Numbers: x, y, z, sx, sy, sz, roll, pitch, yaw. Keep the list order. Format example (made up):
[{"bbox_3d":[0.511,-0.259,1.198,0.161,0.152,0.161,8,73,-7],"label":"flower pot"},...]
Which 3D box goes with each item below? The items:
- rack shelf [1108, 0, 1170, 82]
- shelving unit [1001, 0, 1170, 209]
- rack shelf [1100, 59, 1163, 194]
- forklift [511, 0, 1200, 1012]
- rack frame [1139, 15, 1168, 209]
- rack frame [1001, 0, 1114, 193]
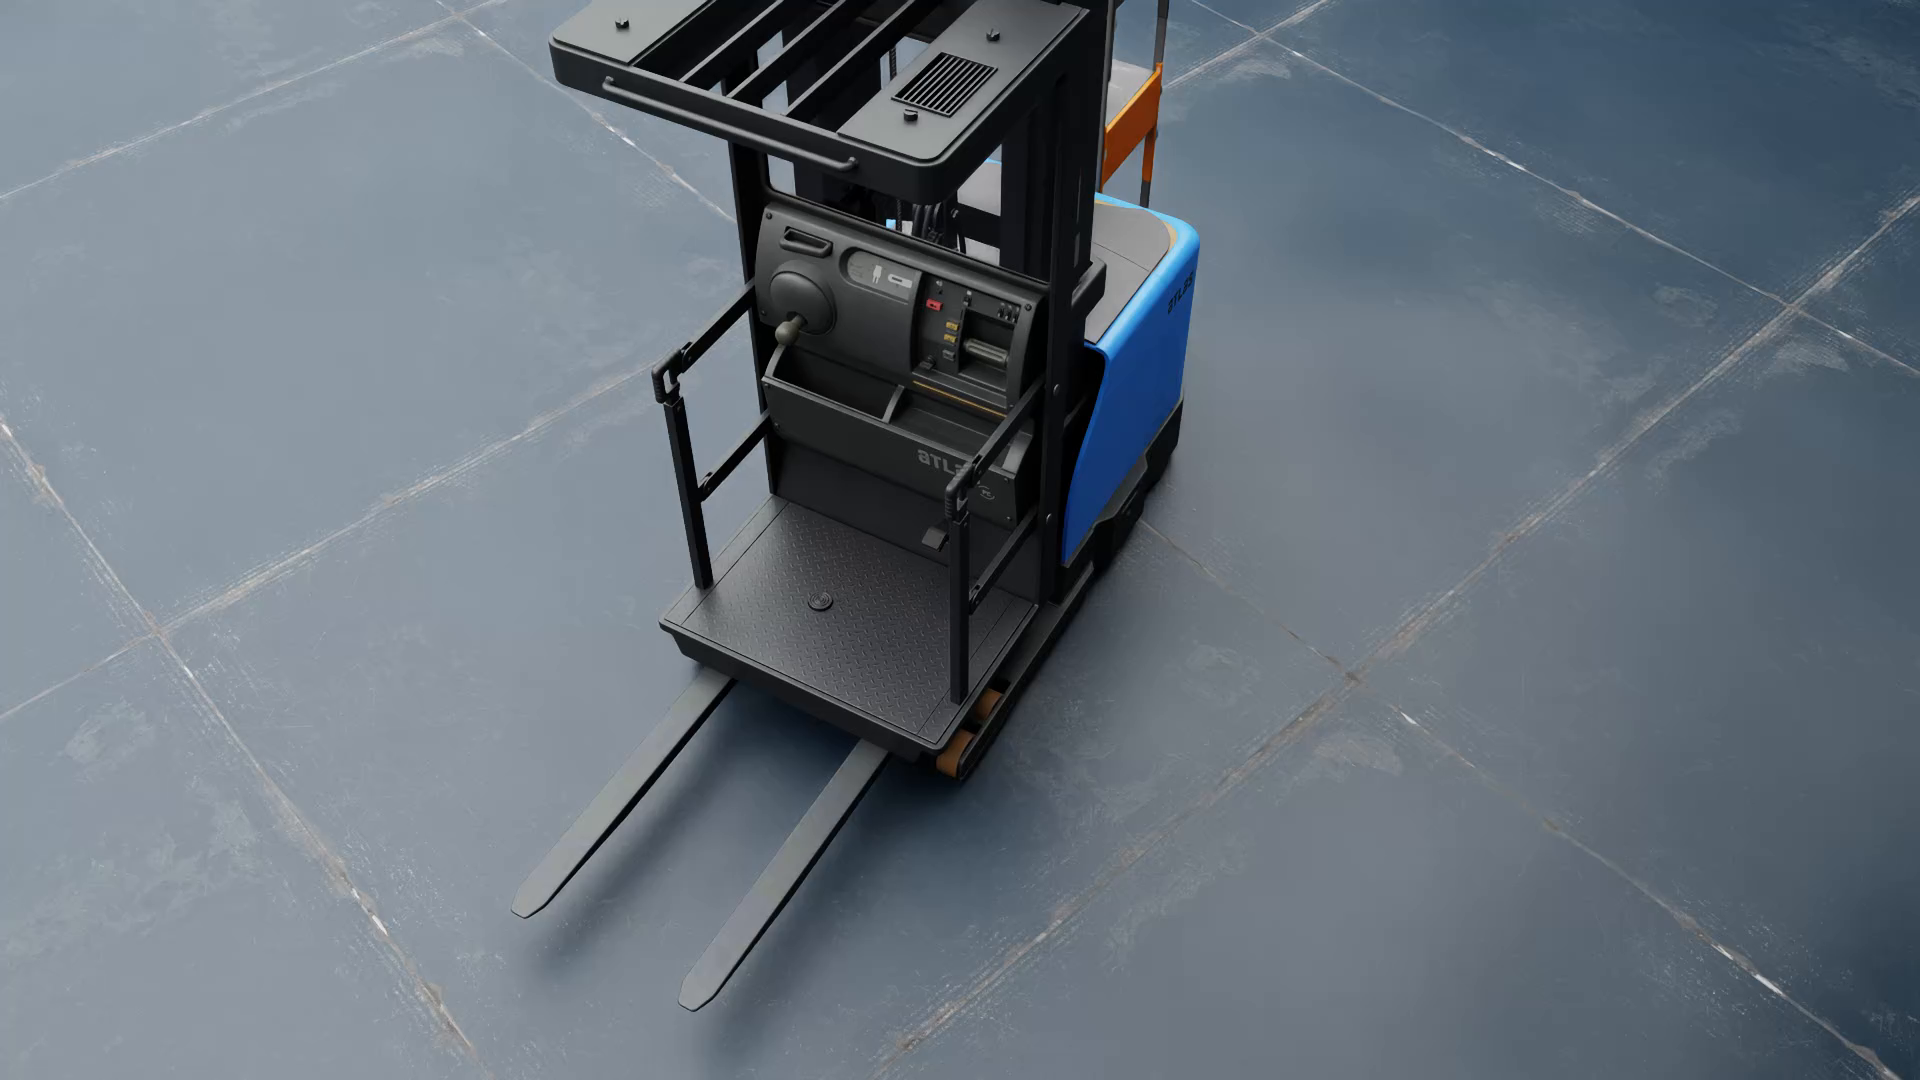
[{"bbox_3d":[0.450,-1.970,5.705,0.431,0.518,0.480,22,51,19],"label":"rack shelf"},{"bbox_3d":[0.450,-1.504,6.209,0.431,2.100,0.503,22,51,19],"label":"shelving unit"},{"bbox_3d":[0.450,-1.495,6.219,0.431,0.518,0.480,22,51,19],"label":"rack shelf"},{"bbox_3d":[-0.304,-0.595,4.805,1.130,2.935,3.031,22,51,19],"label":"forklift"},{"bbox_3d":[0.569,-1.661,6.354,0.400,2.100,0.015,22,51,19],"label":"rack frame"},{"bbox_3d":[0.330,-1.348,6.065,0.400,2.100,0.015,22,51,19],"label":"rack frame"}]
